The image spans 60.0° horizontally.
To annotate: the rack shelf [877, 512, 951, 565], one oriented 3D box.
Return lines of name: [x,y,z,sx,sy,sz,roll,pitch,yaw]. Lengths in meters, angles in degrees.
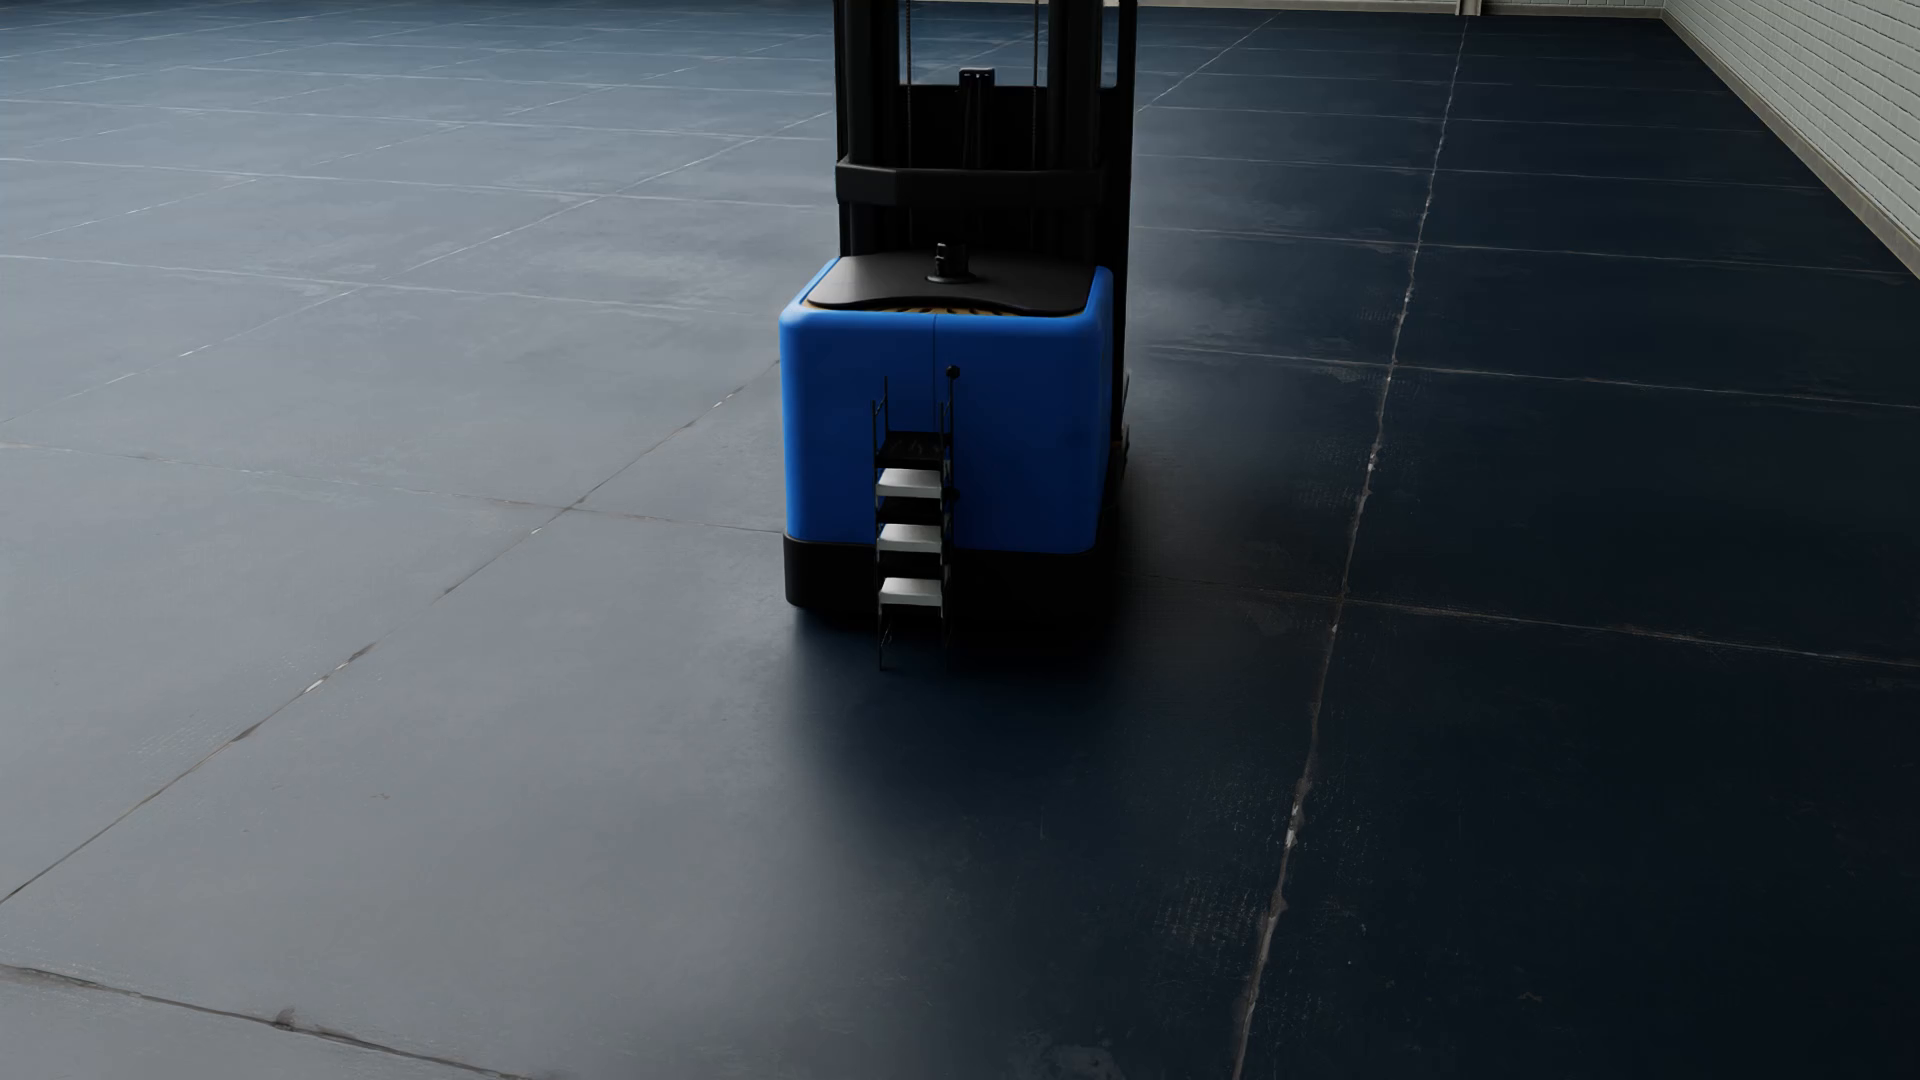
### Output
rack shelf: [-0.139,-0.012,5.194,0.200,0.077,0.258,3,24,7]

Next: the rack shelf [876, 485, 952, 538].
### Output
rack shelf: [-0.140,-0.095,5.158,0.200,0.077,0.258,3,24,7]

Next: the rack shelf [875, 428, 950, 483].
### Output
rack shelf: [-0.140,-0.260,5.086,0.200,0.077,0.258,3,24,7]

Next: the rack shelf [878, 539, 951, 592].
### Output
rack shelf: [-0.139,0.071,5.230,0.200,0.077,0.258,3,24,7]

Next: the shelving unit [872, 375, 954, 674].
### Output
shelving unit: [-0.139,-0.043,5.181,0.210,0.900,0.258,3,24,7]

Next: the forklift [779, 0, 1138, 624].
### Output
forklift: [0.123,-1.607,6.326,1.130,2.935,3.031,3,22,7]

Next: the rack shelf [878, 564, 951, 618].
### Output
rack shelf: [-0.139,0.153,5.265,0.200,0.077,0.258,3,24,7]

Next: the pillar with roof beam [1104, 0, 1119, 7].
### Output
pillar with roof beam: [1.358,-11.887,23.392,0.400,9.000,9.100,7,23,16]

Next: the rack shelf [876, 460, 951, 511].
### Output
rack shelf: [-0.140,-0.177,5.122,0.200,0.077,0.258,3,24,7]

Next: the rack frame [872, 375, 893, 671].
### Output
rack frame: [-0.240,-0.047,5.192,0.006,0.900,0.240,3,24,7]

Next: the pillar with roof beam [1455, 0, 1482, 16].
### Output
pillar with roof beam: [7.102,-11.229,21.788,0.400,9.000,9.100,7,23,16]

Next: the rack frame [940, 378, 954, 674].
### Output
rack frame: [-0.038,-0.038,5.169,0.006,0.900,0.240,3,24,7]
